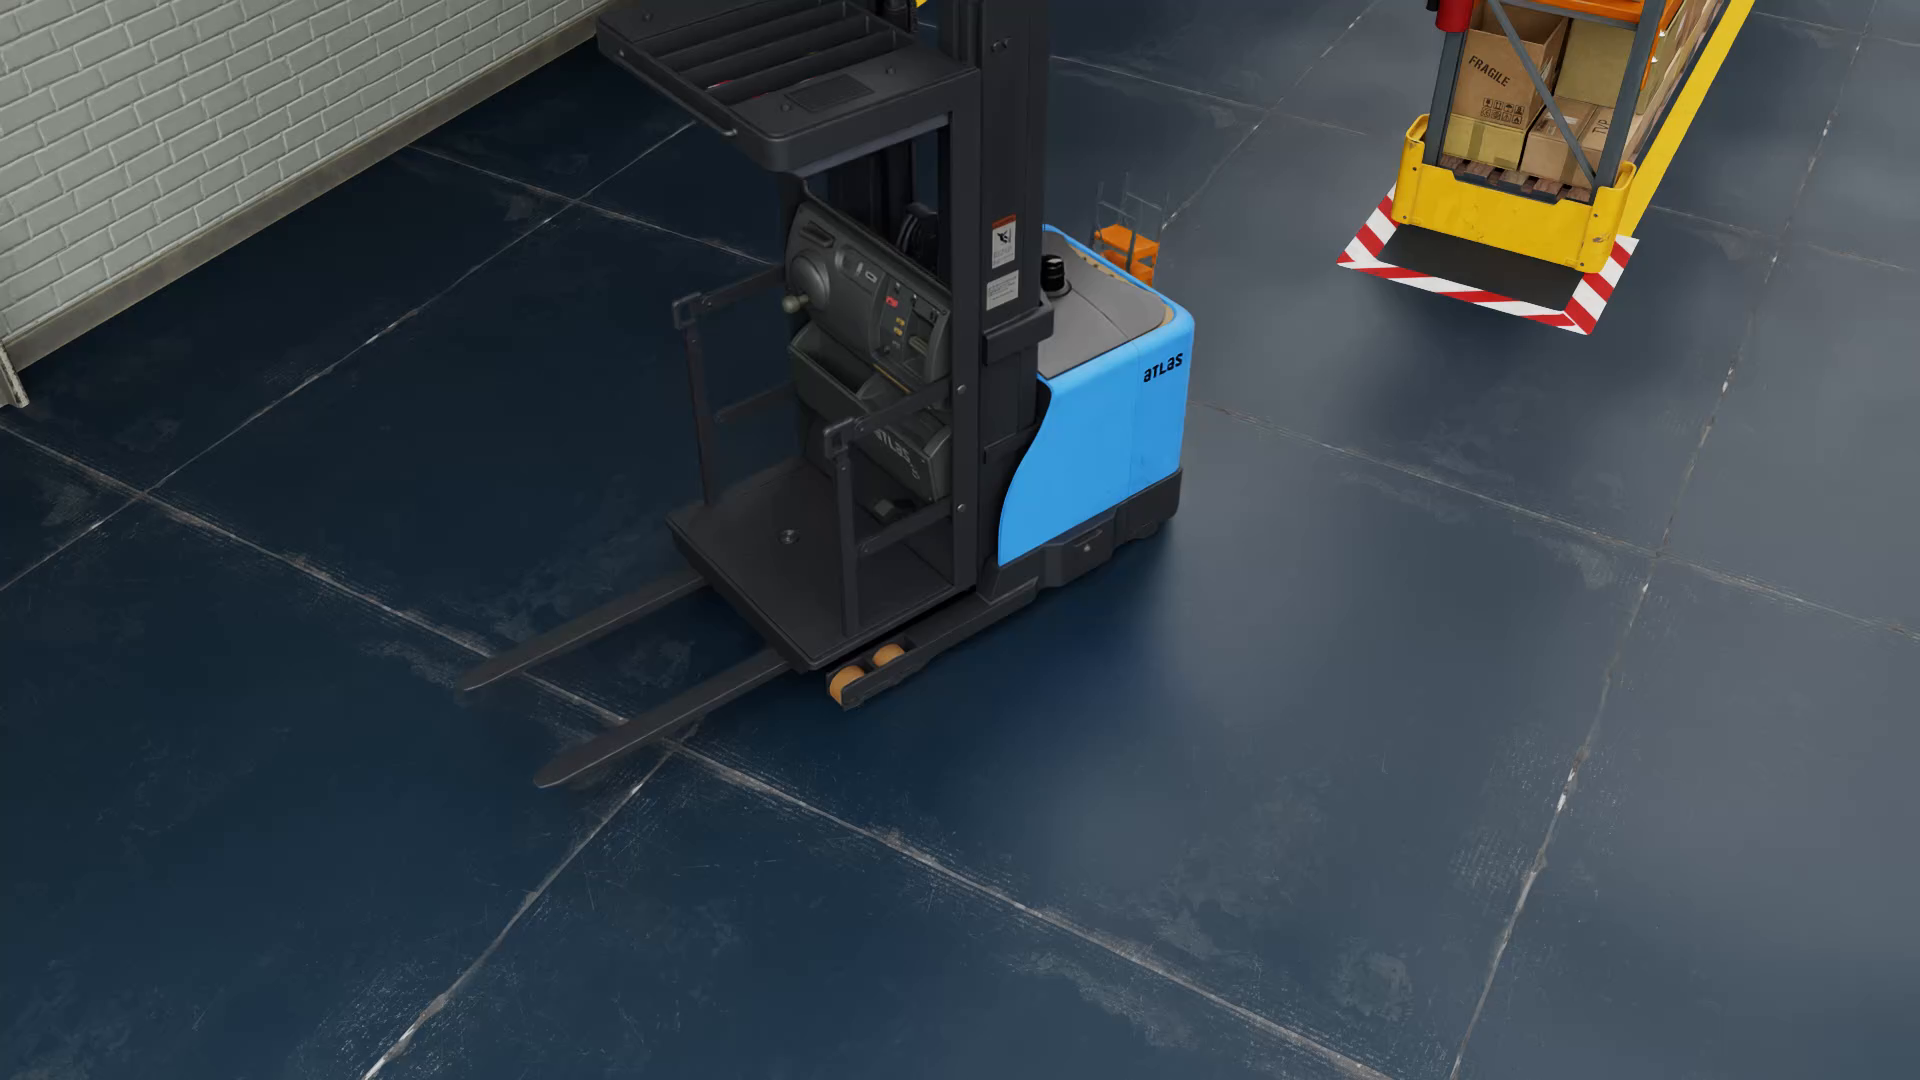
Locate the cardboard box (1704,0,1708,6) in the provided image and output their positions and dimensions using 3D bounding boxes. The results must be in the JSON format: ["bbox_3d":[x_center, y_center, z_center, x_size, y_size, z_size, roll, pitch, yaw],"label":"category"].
[{"bbox_3d":[4.440,-3.625,10.292,0.500,0.500,0.500,21,45,22],"label":"cardboard box"}]

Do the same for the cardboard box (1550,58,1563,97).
[{"bbox_3d":[3.240,-2.657,9.760,0.500,0.250,0.500,21,45,22],"label":"cardboard box"}]

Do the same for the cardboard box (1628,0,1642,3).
[{"bbox_3d":[3.233,-3.137,8.467,0.700,0.500,0.500,21,45,22],"label":"cardboard box"}]

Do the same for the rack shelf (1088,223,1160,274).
[{"bbox_3d":[0.718,-1.287,7.320,0.258,0.103,0.180,34,42,32],"label":"rack shelf"}]

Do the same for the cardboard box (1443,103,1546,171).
[{"bbox_3d":[3.001,-2.366,9.430,0.500,0.250,0.500,21,45,22],"label":"cardboard box"}]

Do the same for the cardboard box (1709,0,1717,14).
[{"bbox_3d":[4.688,-3.630,10.865,0.500,0.250,0.500,21,45,22],"label":"cardboard box"}]

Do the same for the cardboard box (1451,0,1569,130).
[{"bbox_3d":[2.999,-2.649,9.183,0.500,0.500,0.500,21,45,22],"label":"cardboard box"}]

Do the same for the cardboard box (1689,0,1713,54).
[{"bbox_3d":[4.451,-3.339,10.535,0.500,0.250,0.500,21,45,22],"label":"cardboard box"}]

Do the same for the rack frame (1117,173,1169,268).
[{"bbox_3d":[0.746,-1.060,7.557,0.240,1.200,0.006,34,42,32],"label":"rack frame"}]

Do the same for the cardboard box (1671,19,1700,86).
[{"bbox_3d":[4.201,-3.053,10.210,0.500,0.250,0.500,21,45,22],"label":"cardboard box"}]

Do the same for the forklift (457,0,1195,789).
[{"bbox_3d":[-0.512,-0.841,5.987,3.031,2.935,1.130,-27,48,-28],"label":"forklift"}]

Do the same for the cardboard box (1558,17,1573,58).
[{"bbox_3d":[3.487,-3.226,9.839,0.500,0.500,0.500,21,45,22],"label":"cardboard box"}]

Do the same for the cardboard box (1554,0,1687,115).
[{"bbox_3d":[3.698,-2.763,9.314,0.500,0.500,0.500,21,45,22],"label":"cardboard box"}]

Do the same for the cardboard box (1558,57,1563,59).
[{"bbox_3d":[3.489,-2.943,10.085,0.500,0.250,0.500,21,45,22],"label":"cardboard box"}]

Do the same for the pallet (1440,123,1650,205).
[{"bbox_3d":[3.335,-2.241,9.635,1.003,0.211,1.213,21,45,22],"label":"pallet"}]

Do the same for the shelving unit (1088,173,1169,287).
[{"bbox_3d":[0.682,-1.029,7.499,0.258,1.200,0.189,34,42,32],"label":"shelving unit"}]

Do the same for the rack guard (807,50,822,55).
[{"bbox_3d":[-1.265,-3.578,10.934,1.175,0.500,0.348,21,45,22],"label":"rack guard"}]

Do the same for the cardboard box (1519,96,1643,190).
[{"bbox_3d":[3.449,-2.195,9.236,0.500,0.250,0.500,21,45,22],"label":"cardboard box"}]

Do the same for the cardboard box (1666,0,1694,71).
[{"bbox_3d":[3.937,-3.054,9.643,0.500,0.500,0.500,21,45,22],"label":"cardboard box"}]

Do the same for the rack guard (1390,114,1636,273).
[{"bbox_3d":[2.976,-1.884,9.012,1.175,0.500,0.348,21,45,22],"label":"rack guard"}]

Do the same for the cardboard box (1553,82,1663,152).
[{"bbox_3d":[3.696,-2.483,9.562,0.500,0.250,0.500,21,45,22],"label":"cardboard box"}]

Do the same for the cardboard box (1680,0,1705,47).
[{"bbox_3d":[4.202,-3.334,9.962,0.500,0.500,0.500,21,45,22],"label":"cardboard box"}]

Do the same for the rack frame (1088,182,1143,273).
[{"bbox_3d":[0.618,-0.999,7.441,0.240,1.200,0.006,34,42,32],"label":"rack frame"}]

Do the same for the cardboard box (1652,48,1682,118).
[{"bbox_3d":[3.947,-2.768,9.887,0.500,0.250,0.500,21,45,22],"label":"cardboard box"}]

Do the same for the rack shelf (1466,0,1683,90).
[{"bbox_3d":[3.989,-3.711,9.738,1.077,0.370,4.000,21,45,22],"label":"rack shelf"}]

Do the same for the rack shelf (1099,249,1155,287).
[{"bbox_3d":[0.705,-1.189,7.388,0.258,0.103,0.180,34,42,32],"label":"rack shelf"}]

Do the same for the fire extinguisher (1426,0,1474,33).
[{"bbox_3d":[2.527,-2.893,8.324,0.296,0.674,0.183,21,45,22],"label":"fire extinguisher"}]

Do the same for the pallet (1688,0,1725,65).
[{"bbox_3d":[4.556,-3.637,11.221,1.003,0.211,1.213,21,45,22],"label":"pallet"}]

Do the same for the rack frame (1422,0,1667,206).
[{"bbox_3d":[2.988,-2.836,8.201,1.000,3.000,0.127,21,45,22],"label":"rack frame"}]

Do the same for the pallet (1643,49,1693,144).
[{"bbox_3d":[3.946,-2.937,10.425,1.003,0.211,1.213,21,45,22],"label":"pallet"}]
